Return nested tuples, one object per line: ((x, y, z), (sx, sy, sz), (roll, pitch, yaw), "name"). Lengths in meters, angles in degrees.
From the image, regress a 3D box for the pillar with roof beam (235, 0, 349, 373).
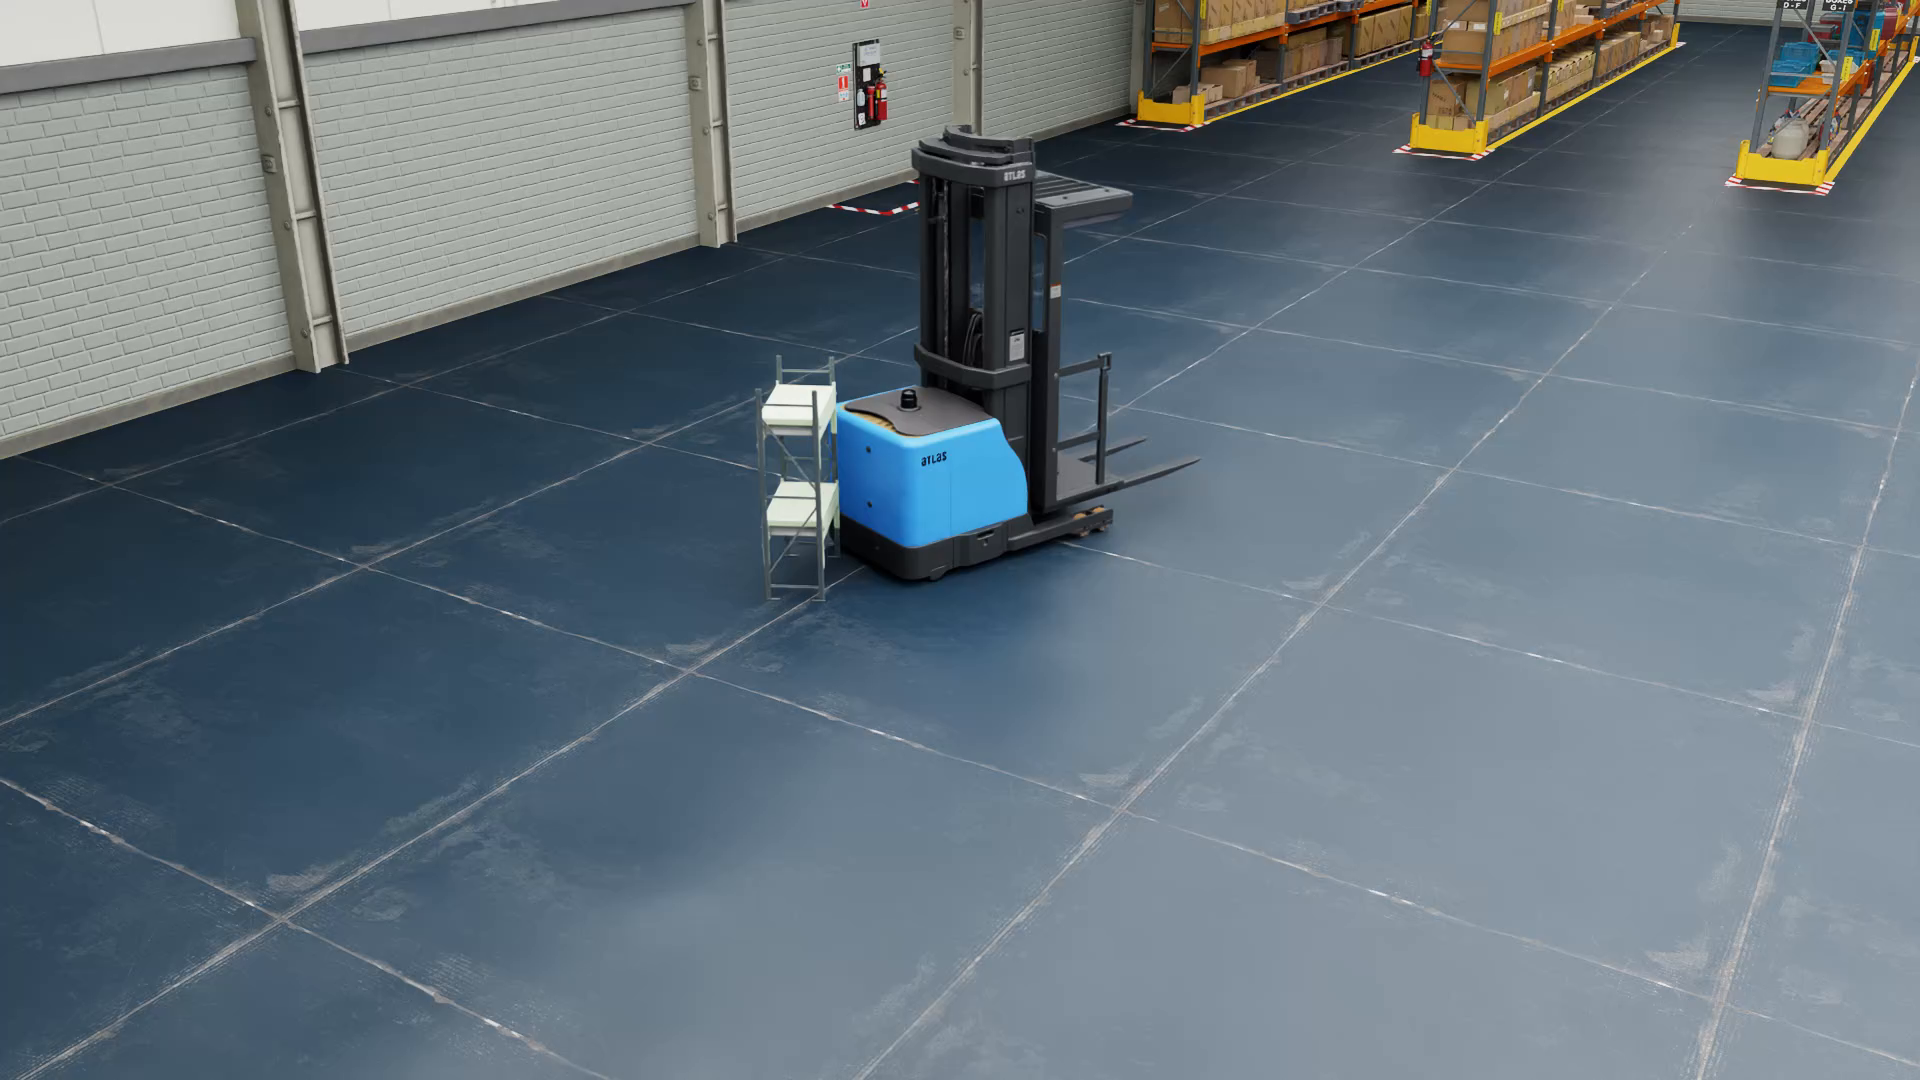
((-2.543, -4.926, 12.302), (9.100, 9.000, 0.400), (14, 27, 29), "pillar with roof beam")

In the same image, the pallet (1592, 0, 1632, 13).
((13.112, -10.965, 34.045), (1.003, 0.211, 1.213), (14, 27, 29), "pallet")

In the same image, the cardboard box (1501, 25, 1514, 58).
((8.667, -8.241, 27.385), (0.700, 0.500, 0.500), (14, 27, 29), "cardboard box")

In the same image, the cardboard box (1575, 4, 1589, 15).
((11.861, -10.241, 32.244), (0.500, 0.311, 0.500), (16, 28, 32), "cardboard box")

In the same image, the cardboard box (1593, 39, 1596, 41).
((12.929, -10.169, 34.556), (0.500, 0.500, 0.500), (13, 26, 27), "cardboard box")

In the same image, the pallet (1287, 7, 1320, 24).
((6.297, -10.222, 32.329), (1.003, 0.211, 1.213), (14, 27, 29), "pallet")

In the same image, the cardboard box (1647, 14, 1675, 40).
((16.233, -11.916, 38.592), (0.500, 0.500, 0.500), (14, 27, 29), "cardboard box")

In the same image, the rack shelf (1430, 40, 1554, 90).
((8.925, -8.041, 27.954), (1.077, 0.370, 4.000), (14, 27, 29), "rack shelf")

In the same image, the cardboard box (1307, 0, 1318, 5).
((6.689, -10.911, 32.999), (0.700, 0.500, 0.500), (18, 29, 36), "cardboard box")

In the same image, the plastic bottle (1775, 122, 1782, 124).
((12.902, -6.446, 26.240), (0.152, 0.276, 0.135), (13, 27, 28), "plastic bottle")

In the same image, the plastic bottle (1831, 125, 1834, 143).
((13.638, -6.371, 26.071), (0.097, 0.271, 0.097), (0, 23, 0), "plastic bottle")

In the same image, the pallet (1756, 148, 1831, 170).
((12.510, -5.685, 25.118), (1.003, 0.211, 1.213), (14, 27, 29), "pallet")

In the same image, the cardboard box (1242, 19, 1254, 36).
((4.991, -9.290, 30.098), (0.500, 0.250, 0.500), (14, 27, 29), "cardboard box")

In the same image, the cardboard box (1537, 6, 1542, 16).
((9.751, -9.081, 28.508), (0.380, 0.149, 0.250), (13, 27, 27), "cardboard box")

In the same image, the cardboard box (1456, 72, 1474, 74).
((8.680, -7.723, 28.303), (0.500, 0.500, 0.500), (14, 27, 29), "cardboard box")

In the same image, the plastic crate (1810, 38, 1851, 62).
((13.802, -7.828, 26.635), (0.767, 0.338, 0.504), (14, 27, 29), "plastic crate")

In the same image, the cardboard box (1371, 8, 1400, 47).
((9.291, -11.442, 37.082), (0.750, 0.750, 0.750), (15, 27, 31), "cardboard box")

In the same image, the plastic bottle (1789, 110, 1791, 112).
((13.646, -6.941, 27.388), (0.097, 0.271, 0.097), (0, 23, 0), "plastic bottle")

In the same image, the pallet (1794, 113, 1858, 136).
((14.568, -7.000, 28.154), (1.003, 0.211, 1.213), (14, 27, 29), "pallet")

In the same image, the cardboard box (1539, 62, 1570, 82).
((10.951, -8.664, 30.715), (0.500, 0.311, 0.500), (13, 27, 27), "cardboard box")

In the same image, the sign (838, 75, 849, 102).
((-1.586, -6.150, 22.637), (0.001, 0.329, 0.234), (14, 27, 29), "sign")

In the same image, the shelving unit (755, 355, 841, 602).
((-1.090, -0.422, 11.336), (0.431, 1.500, 0.755), (2, 23, 4), "shelving unit")

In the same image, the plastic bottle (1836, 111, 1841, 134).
((14.092, -6.715, 26.767), (0.144, 0.351, 0.185), (13, 27, 28), "plastic bottle")

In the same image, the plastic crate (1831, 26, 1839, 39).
((14.504, -8.437, 27.983), (0.392, 0.384, 0.575), (14, 27, 29), "plastic crate")

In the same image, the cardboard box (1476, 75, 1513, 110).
((8.857, -7.446, 27.663), (0.500, 0.500, 0.500), (14, 27, 29), "cardboard box")

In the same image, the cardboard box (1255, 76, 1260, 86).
((5.513, -8.798, 31.809), (0.380, 0.166, 0.250), (10, 25, 22), "cardboard box")

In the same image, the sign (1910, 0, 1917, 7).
((18.873, -10.718, 32.884), (0.100, 0.325, 0.005), (14, 27, 29), "sign")

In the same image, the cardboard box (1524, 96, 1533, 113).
((9.649, -7.608, 28.980), (0.500, 0.250, 0.500), (14, 27, 29), "cardboard box")

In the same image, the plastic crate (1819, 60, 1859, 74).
((13.545, -7.284, 25.633), (0.530, 0.136, 0.437), (14, 27, 29), "plastic crate")

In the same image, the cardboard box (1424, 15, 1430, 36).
((10.739, -12.228, 39.339), (0.700, 0.500, 0.500), (14, 27, 28), "cardboard box")

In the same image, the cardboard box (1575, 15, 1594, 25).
((11.851, -9.919, 31.704), (0.380, 0.149, 0.250), (14, 27, 29), "cardboard box")

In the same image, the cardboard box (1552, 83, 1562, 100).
((10.674, -8.233, 30.425), (0.500, 0.250, 0.500), (15, 27, 30), "cardboard box")

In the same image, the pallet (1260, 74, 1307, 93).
((6.179, -9.066, 32.927), (1.003, 0.211, 1.213), (14, 27, 29), "pallet")

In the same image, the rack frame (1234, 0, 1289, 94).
((5.770, -10.083, 31.765), (1.000, 3.000, 0.127), (14, 27, 29), "rack frame")

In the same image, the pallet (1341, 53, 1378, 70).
((8.360, -10.403, 36.016), (1.003, 0.211, 1.213), (14, 27, 29), "pallet")

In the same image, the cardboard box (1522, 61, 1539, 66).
((10.485, -8.776, 30.973), (0.500, 0.311, 0.500), (14, 27, 29), "cardboard box")

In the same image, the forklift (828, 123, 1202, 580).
((0.522, -1.522, 12.077), (3.031, 2.935, 1.130), (-17, 29, -34), "forklift")

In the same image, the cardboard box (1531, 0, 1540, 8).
((9.486, -9.365, 28.349), (0.700, 0.500, 0.500), (14, 27, 29), "cardboard box")

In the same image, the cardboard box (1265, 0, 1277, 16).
((5.525, -9.973, 30.732), (0.500, 0.500, 0.500), (14, 27, 29), "cardboard box")

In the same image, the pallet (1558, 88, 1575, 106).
((10.979, -8.436, 31.472), (1.003, 0.211, 1.213), (14, 27, 29), "pallet")

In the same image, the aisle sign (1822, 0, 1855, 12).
((12.288, -7.764, 23.136), (0.394, 0.787, 0.004), (14, 27, 29), "aisle sign")

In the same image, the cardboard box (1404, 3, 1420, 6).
((10.775, -12.702, 39.617), (0.380, 0.149, 0.250), (14, 27, 29), "cardboard box")

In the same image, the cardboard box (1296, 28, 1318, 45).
((6.924, -10.224, 33.740), (0.500, 0.250, 0.500), (14, 27, 29), "cardboard box")

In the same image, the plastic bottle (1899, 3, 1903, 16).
((18.473, -10.449, 32.767), (0.152, 0.276, 0.135), (14, 27, 29), "plastic bottle")

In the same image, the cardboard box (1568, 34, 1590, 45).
((12.410, -10.180, 33.638), (0.500, 0.250, 0.500), (15, 28, 31), "cardboard box")

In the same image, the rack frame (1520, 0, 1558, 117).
((9.980, -9.046, 29.370), (1.000, 3.000, 0.127), (14, 27, 29), "rack frame")

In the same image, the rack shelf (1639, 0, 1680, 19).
((15.255, -12.091, 37.309), (1.077, 0.370, 4.000), (14, 27, 29), "rack shelf")

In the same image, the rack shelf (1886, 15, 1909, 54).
((17.352, -9.702, 31.790), (1.077, 0.370, 4.000), (14, 27, 29), "rack shelf")

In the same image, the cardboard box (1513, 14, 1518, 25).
((8.938, -8.562, 27.310), (0.380, 0.149, 0.250), (13, 27, 28), "cardboard box")

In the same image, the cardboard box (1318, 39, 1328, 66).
((7.174, -10.084, 34.361), (0.700, 0.500, 0.500), (14, 27, 29), "cardboard box")

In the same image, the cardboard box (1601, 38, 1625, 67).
((13.384, -10.068, 34.323), (0.500, 0.500, 0.500), (13, 27, 27), "cardboard box")

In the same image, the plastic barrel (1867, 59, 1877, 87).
((17.136, -8.993, 31.754), (0.600, 0.588, 0.708), (14, 27, 29), "plastic barrel")
